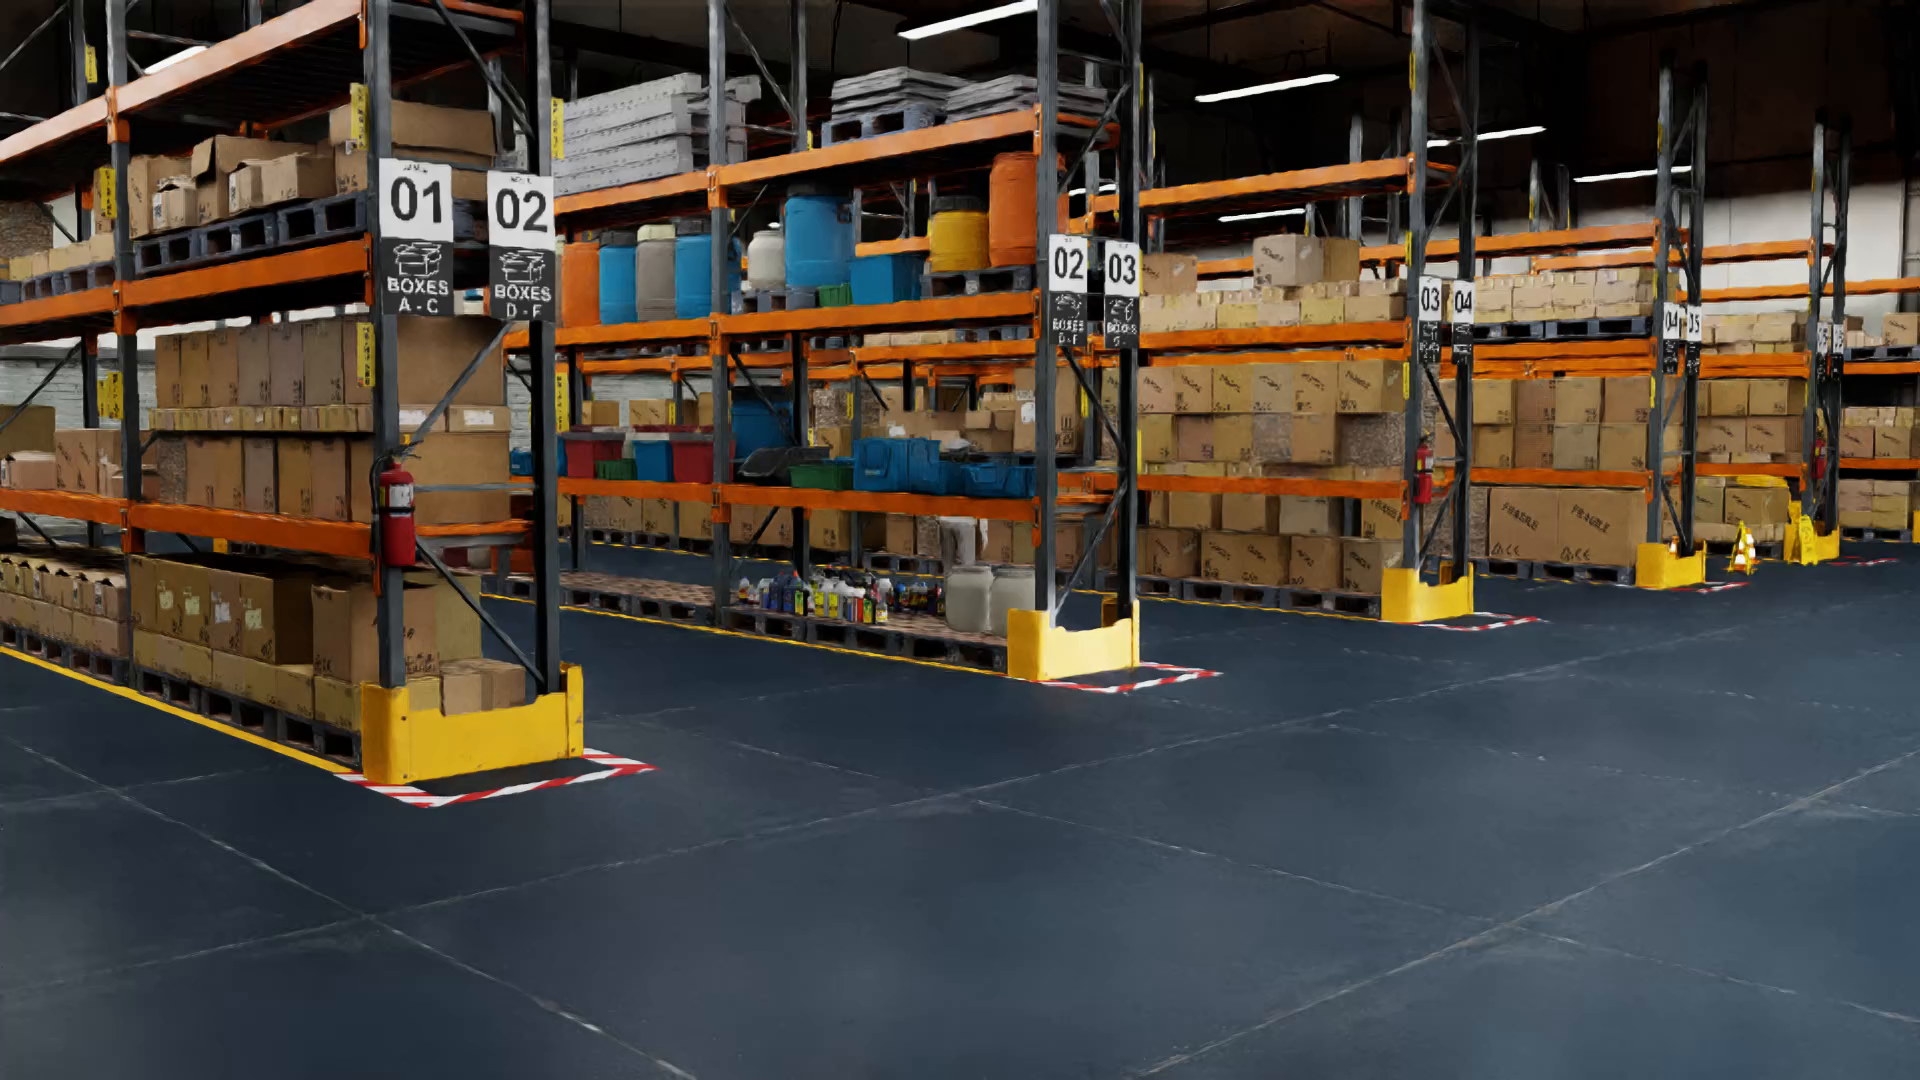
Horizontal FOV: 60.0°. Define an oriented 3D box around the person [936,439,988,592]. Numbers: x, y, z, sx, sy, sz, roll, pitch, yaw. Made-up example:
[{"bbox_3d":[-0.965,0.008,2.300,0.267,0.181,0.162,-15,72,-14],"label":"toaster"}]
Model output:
[{"bbox_3d":[0.037,-0.097,15.495,0.545,1.685,0.474,2,4,22],"label":"person"}]
